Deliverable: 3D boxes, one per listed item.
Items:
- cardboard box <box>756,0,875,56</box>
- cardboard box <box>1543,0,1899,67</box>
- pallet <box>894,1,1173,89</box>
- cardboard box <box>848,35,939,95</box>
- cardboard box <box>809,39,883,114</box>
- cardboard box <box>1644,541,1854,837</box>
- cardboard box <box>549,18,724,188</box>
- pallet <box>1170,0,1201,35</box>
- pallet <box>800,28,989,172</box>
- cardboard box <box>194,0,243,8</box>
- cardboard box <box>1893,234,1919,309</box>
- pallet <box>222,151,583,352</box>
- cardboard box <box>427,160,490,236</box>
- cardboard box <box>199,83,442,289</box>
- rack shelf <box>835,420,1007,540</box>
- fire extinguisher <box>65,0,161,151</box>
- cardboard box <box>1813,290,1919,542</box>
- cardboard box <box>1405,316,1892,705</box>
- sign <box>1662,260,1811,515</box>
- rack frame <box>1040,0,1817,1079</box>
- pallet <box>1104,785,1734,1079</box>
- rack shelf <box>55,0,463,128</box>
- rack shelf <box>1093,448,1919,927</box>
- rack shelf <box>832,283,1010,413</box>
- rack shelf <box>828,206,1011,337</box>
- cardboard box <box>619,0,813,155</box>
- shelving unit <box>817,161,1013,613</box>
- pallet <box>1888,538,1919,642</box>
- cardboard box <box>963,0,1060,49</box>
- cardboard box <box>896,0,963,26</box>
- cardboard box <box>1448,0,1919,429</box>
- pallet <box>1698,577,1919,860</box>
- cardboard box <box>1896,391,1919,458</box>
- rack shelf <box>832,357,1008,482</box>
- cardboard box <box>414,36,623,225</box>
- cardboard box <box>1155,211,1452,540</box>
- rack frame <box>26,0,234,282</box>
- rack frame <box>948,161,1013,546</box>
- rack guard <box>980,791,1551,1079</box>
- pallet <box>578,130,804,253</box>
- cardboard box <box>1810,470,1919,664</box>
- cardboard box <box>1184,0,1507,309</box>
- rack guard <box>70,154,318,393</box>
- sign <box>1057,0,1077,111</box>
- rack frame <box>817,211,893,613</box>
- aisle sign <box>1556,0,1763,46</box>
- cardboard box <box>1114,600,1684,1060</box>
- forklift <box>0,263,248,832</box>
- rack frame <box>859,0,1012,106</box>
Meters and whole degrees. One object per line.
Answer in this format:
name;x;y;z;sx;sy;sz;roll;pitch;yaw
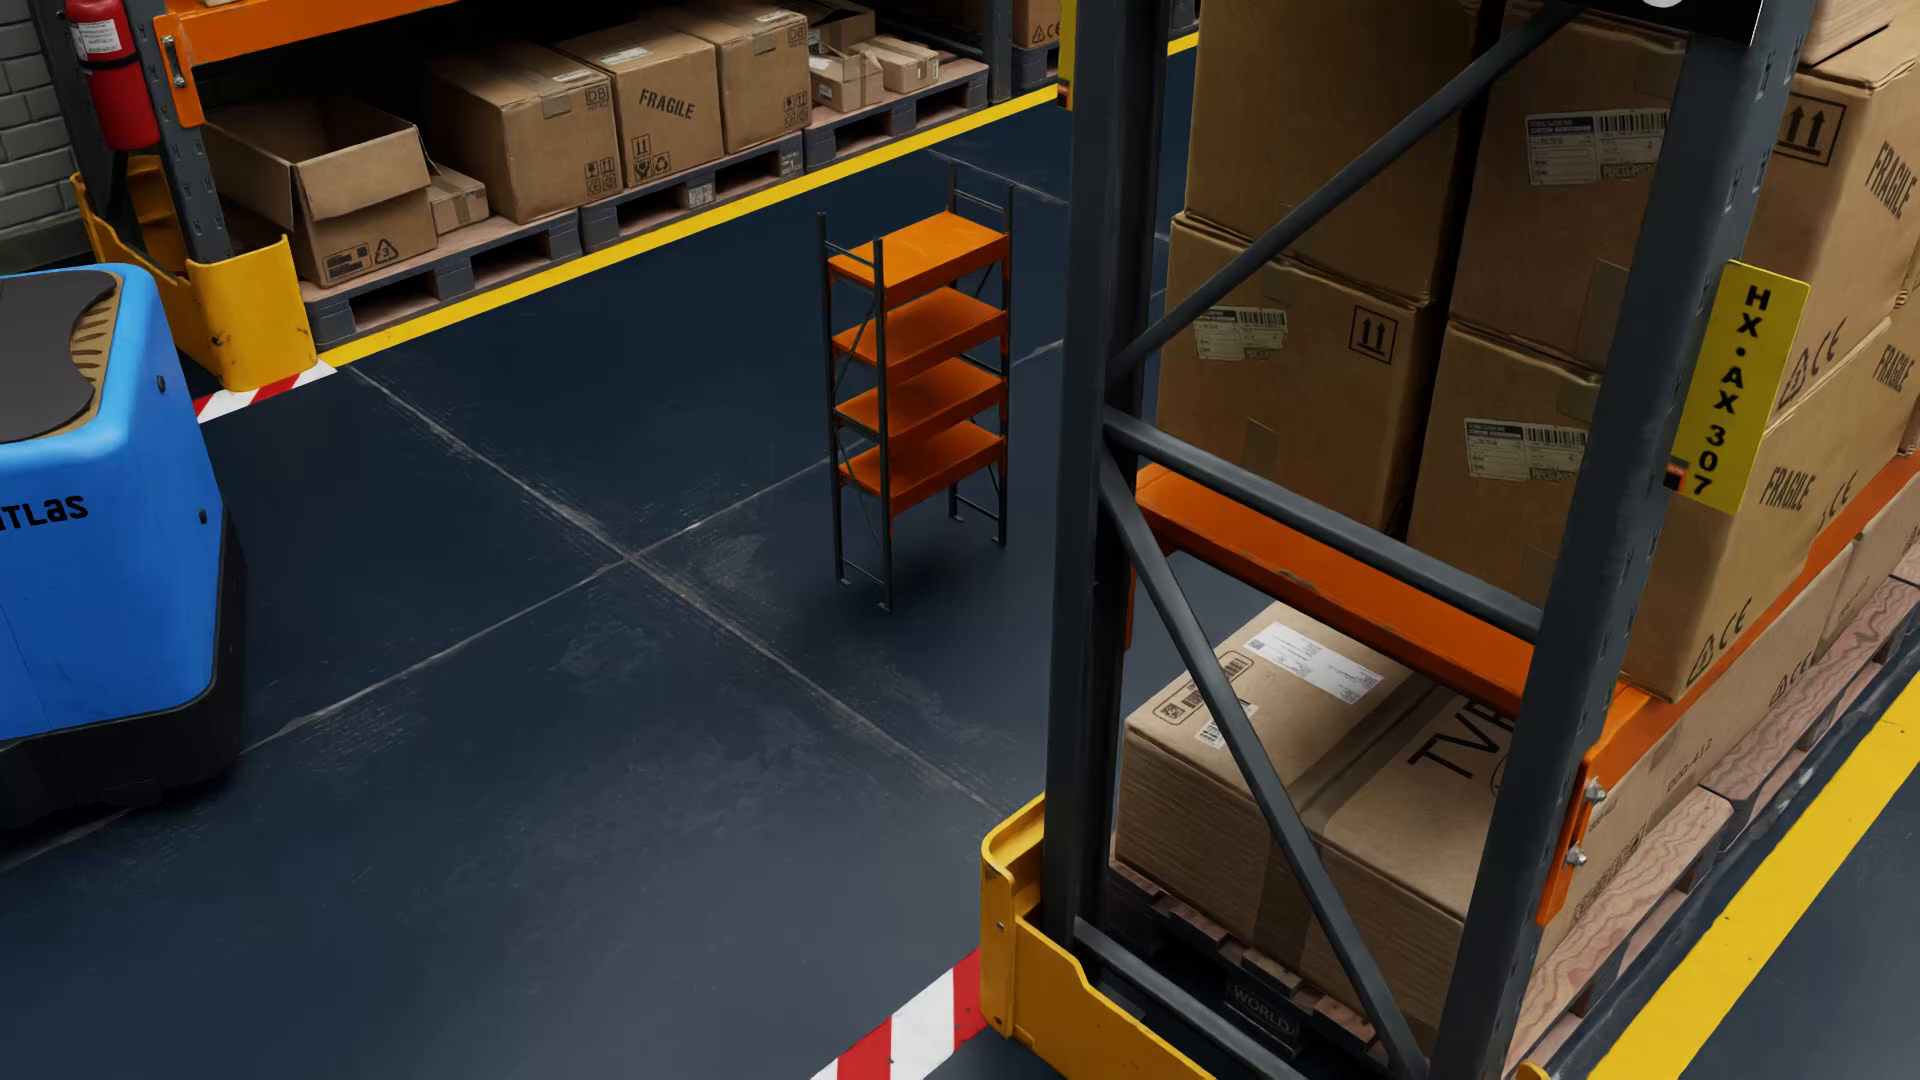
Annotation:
cardboard box;-0.770;-2.542;8.257;0.500;0.311;0.500;-28;44;-34
cardboard box;1.016;-0.773;2.207;0.250;0.149;0.380;-29;44;-35
pallet;0.409;-2.847;9.149;1.003;0.211;1.213;30;45;35
cardboard box;-0.321;-2.304;8.057;0.380;0.149;0.250;28;44;34
cardboard box;-0.573;-2.207;7.816;0.258;0.266;0.396;-28;44;-34
cardboard box;1.603;0.172;4.253;0.875;0.438;0.875;-29;44;-34
cardboard box;-1.384;-1.885;7.148;0.500;0.500;0.500;-29;44;-35
pallet;1.269;-3.345;9.862;1.003;0.211;1.213;30;45;35
pallet;-0.621;-2.224;8.254;1.003;0.211;1.213;30;45;35
cardboard box;-2.529;-1.942;5.632;0.380;0.149;0.250;29;44;35
cardboard box;1.469;-0.767;2.766;0.500;0.500;0.500;28;44;34
pallet;-2.341;-1.233;6.834;1.003;0.211;1.213;30;45;35
cardboard box;-2.130;-1.392;6.749;0.380;0.149;0.250;28;43;34
cardboard box;-2.457;-1.381;6.422;0.797;0.503;0.637;28;43;34
rack shelf;-0.117;-0.207;4.962;0.258;0.148;0.480;30;45;35
fire extinguisher;-2.731;-1.591;5.303;0.296;0.674;0.183;30;45;35
cardboard box;1.448;-0.360;3.056;0.500;0.500;0.500;29;44;35
cardboard box;1.112;-0.143;2.746;0.500;0.500;0.500;29;44;35
sign;0.960;-0.185;2.066;0.100;0.325;0.005;30;45;35
rack frame;0.570;-0.023;2.661;1.000;3.000;0.127;30;45;35
pallet;1.078;0.765;3.969;1.003;0.211;1.213;30;45;35
rack shelf;-1.546;-2.539;6.897;1.077;0.370;4.000;30;45;35
rack shelf;1.979;-0.540;4.031;1.077;0.370;4.000;30;45;35
rack shelf;-0.117;-0.553;4.721;0.258;0.148;0.480;30;45;35
rack shelf;-0.117;-0.747;4.586;0.258;0.148;0.480;30;45;35
cardboard box;-1.096;-2.132;7.503;0.700;0.500;0.500;28;43;34
shelving unit;-0.117;-0.425;4.810;0.258;1.200;0.503;30;45;35
pallet;2.797;-0.226;5.389;1.003;0.211;1.213;30;45;35
cardboard box;0.364;-2.898;8.602;0.500;0.500;0.500;-28;43;-34
cardboard box;-0.001;-3.111;8.907;0.500;0.500;0.500;29;44;35
cardboard box;1.110;-0.554;2.461;0.500;0.500;0.500;28;44;34
pallet;1.937;0.272;4.676;1.003;0.211;1.213;30;45;35
cardboard box;1.820;-0.559;3.342;0.500;0.500;0.500;29;44;35
rack shelf;-0.117;-0.370;4.849;0.258;0.148;0.480;30;45;35
cardboard box;-1.827;-1.710;6.898;0.500;0.500;0.700;-28;44;-34
cardboard box;0.722;-0.367;3.066;0.500;0.500;0.500;-30;45;-35
rack frame;-2.955;-2.022;5.527;1.000;3.000;0.127;30;45;35
rack frame;0.055;-0.524;4.952;0.240;1.200;0.015;30;45;35
rack guard;0.553;1.012;3.362;1.175;0.500;0.348;30;45;35
pallet;-1.481;-1.726;7.540;1.003;0.211;1.213;30;45;35
cardboard box;2.239;-0.193;4.777;0.875;0.438;0.875;28;44;34
cardboard box;0.741;-0.766;2.764;0.500;0.500;0.500;-28;44;-34
rack guard;-2.902;-1.028;6.286;1.175;0.500;0.348;30;45;35
sign;0.195;-0.820;2.584;0.100;0.325;0.005;30;45;35
rack frame;-0.289;-0.326;4.668;0.240;1.200;0.015;30;45;35
aisle sign;0.725;-0.943;1.708;0.394;0.787;0.004;30;45;35
cardboard box;0.964;0.547;3.716;0.875;0.438;0.875;28;44;34
forklift;-3.452;-0.558;3.488;3.031;2.935;1.130;-11;36;-15
rack frame;-0.137;-3.646;7.856;1.000;3.000;0.127;30;45;35
